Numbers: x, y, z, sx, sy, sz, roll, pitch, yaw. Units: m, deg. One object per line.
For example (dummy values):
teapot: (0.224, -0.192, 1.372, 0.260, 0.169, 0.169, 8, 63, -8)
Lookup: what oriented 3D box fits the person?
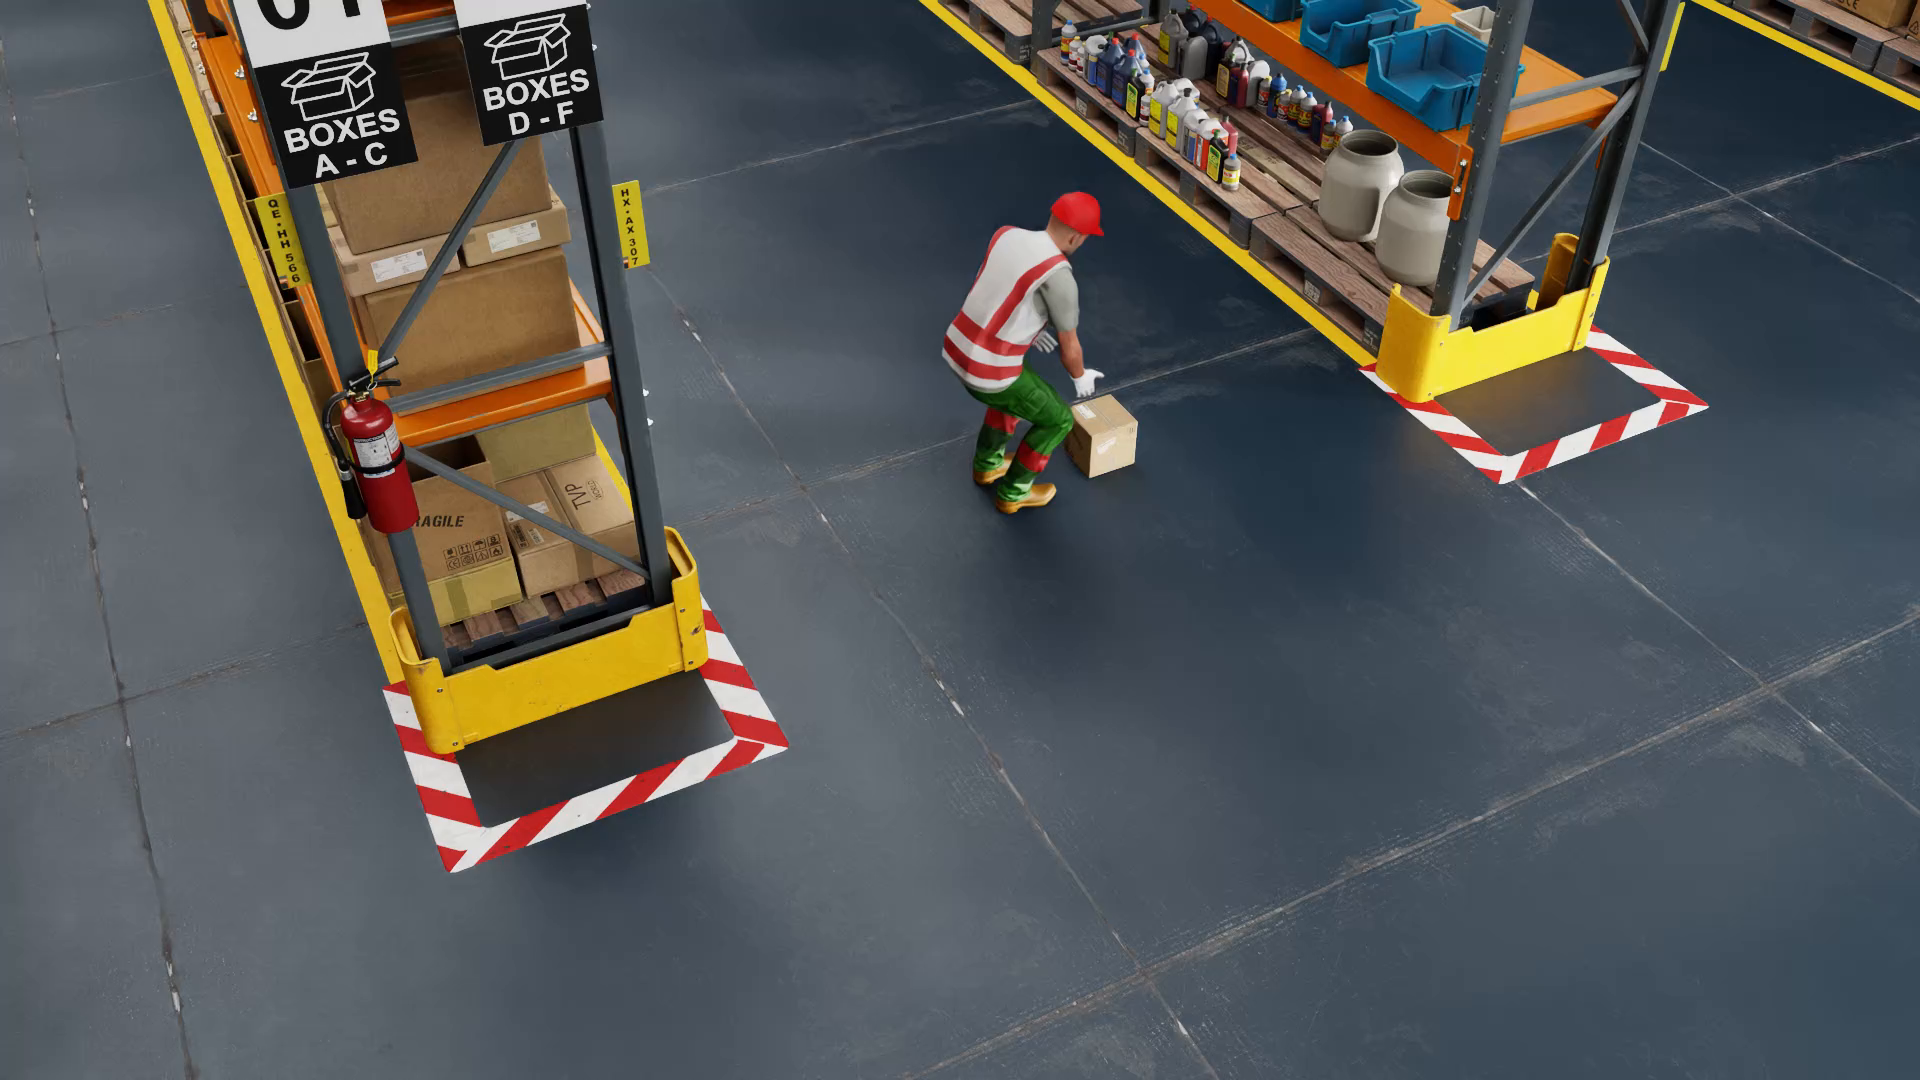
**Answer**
person: (0.278, -0.838, 7.374, 0.750, 1.442, 0.583, -19, 44, -20)
